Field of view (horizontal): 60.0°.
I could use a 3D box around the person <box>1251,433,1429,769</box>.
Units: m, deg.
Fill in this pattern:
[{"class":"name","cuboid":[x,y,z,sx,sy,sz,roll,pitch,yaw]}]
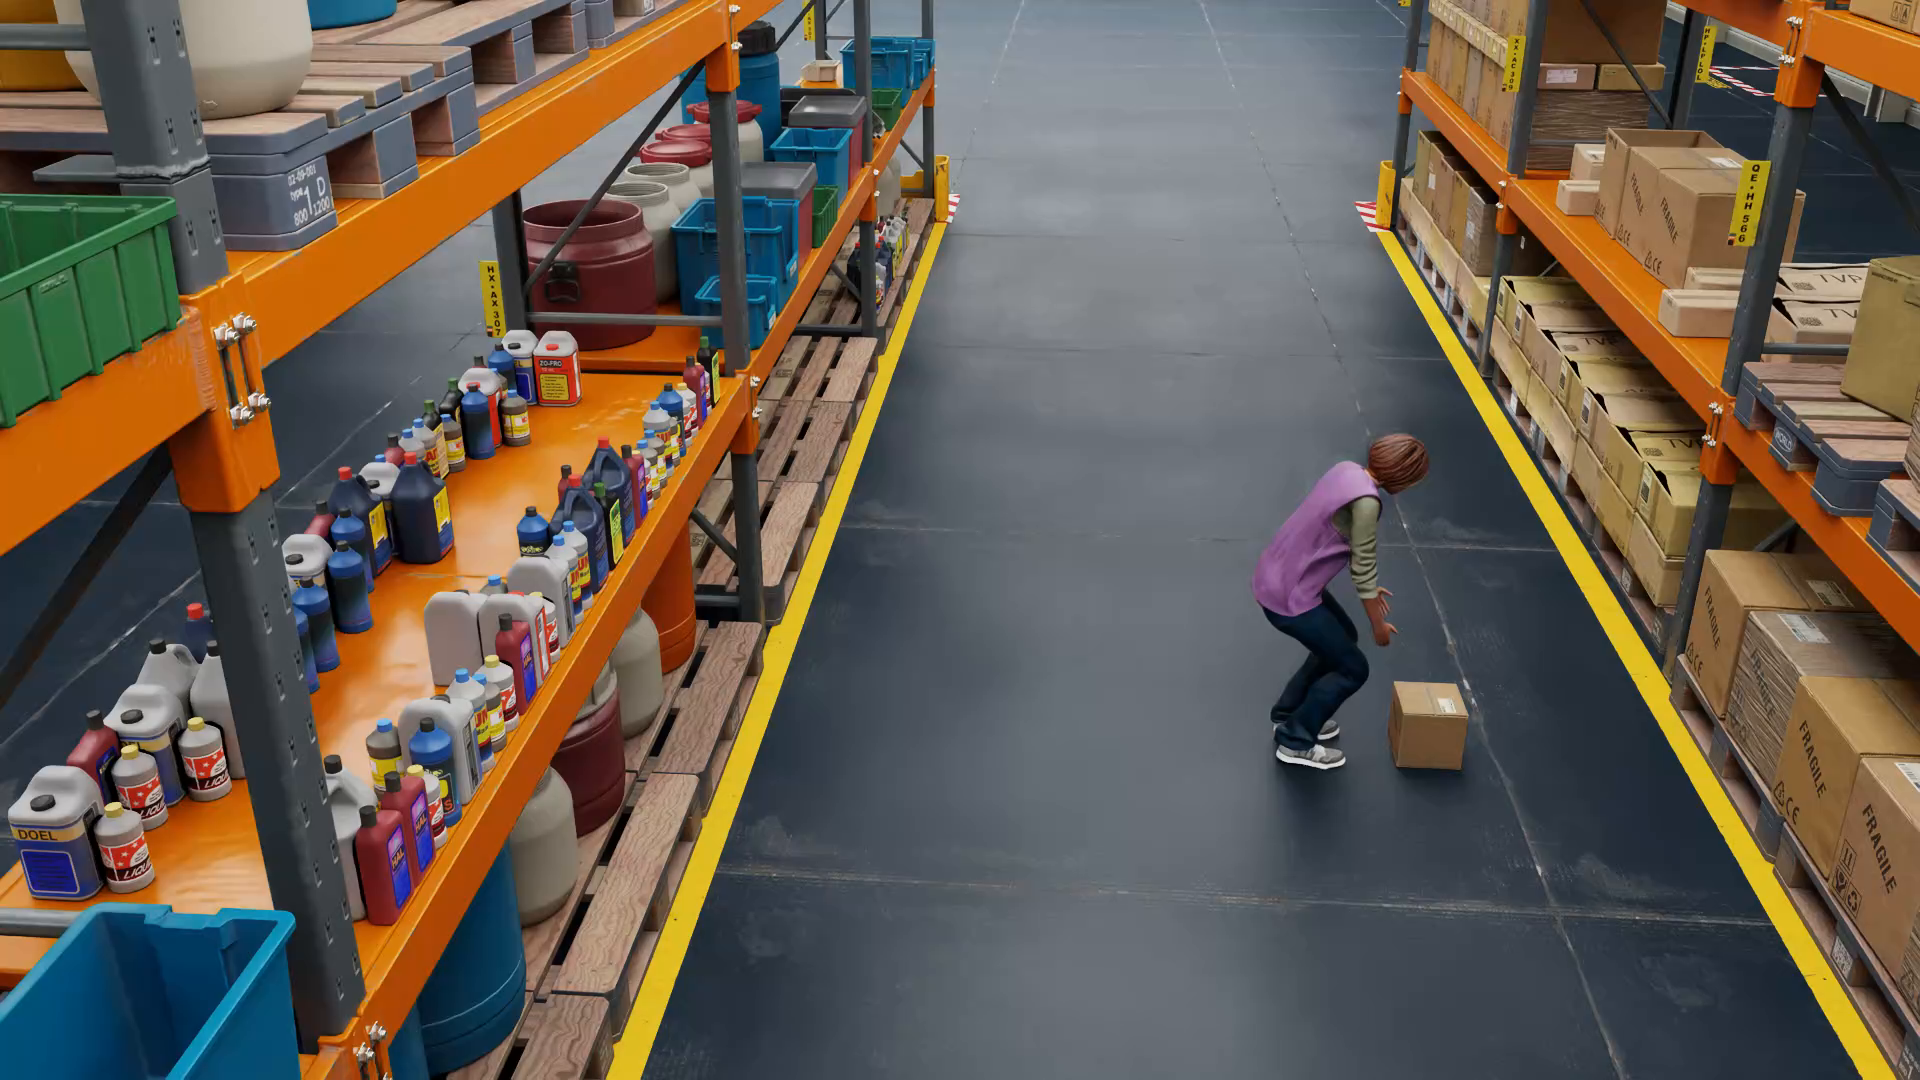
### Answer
[{"class":"person","cuboid":[1.438,0.216,6.455,0.621,1.351,0.461,2,25,4]}]
